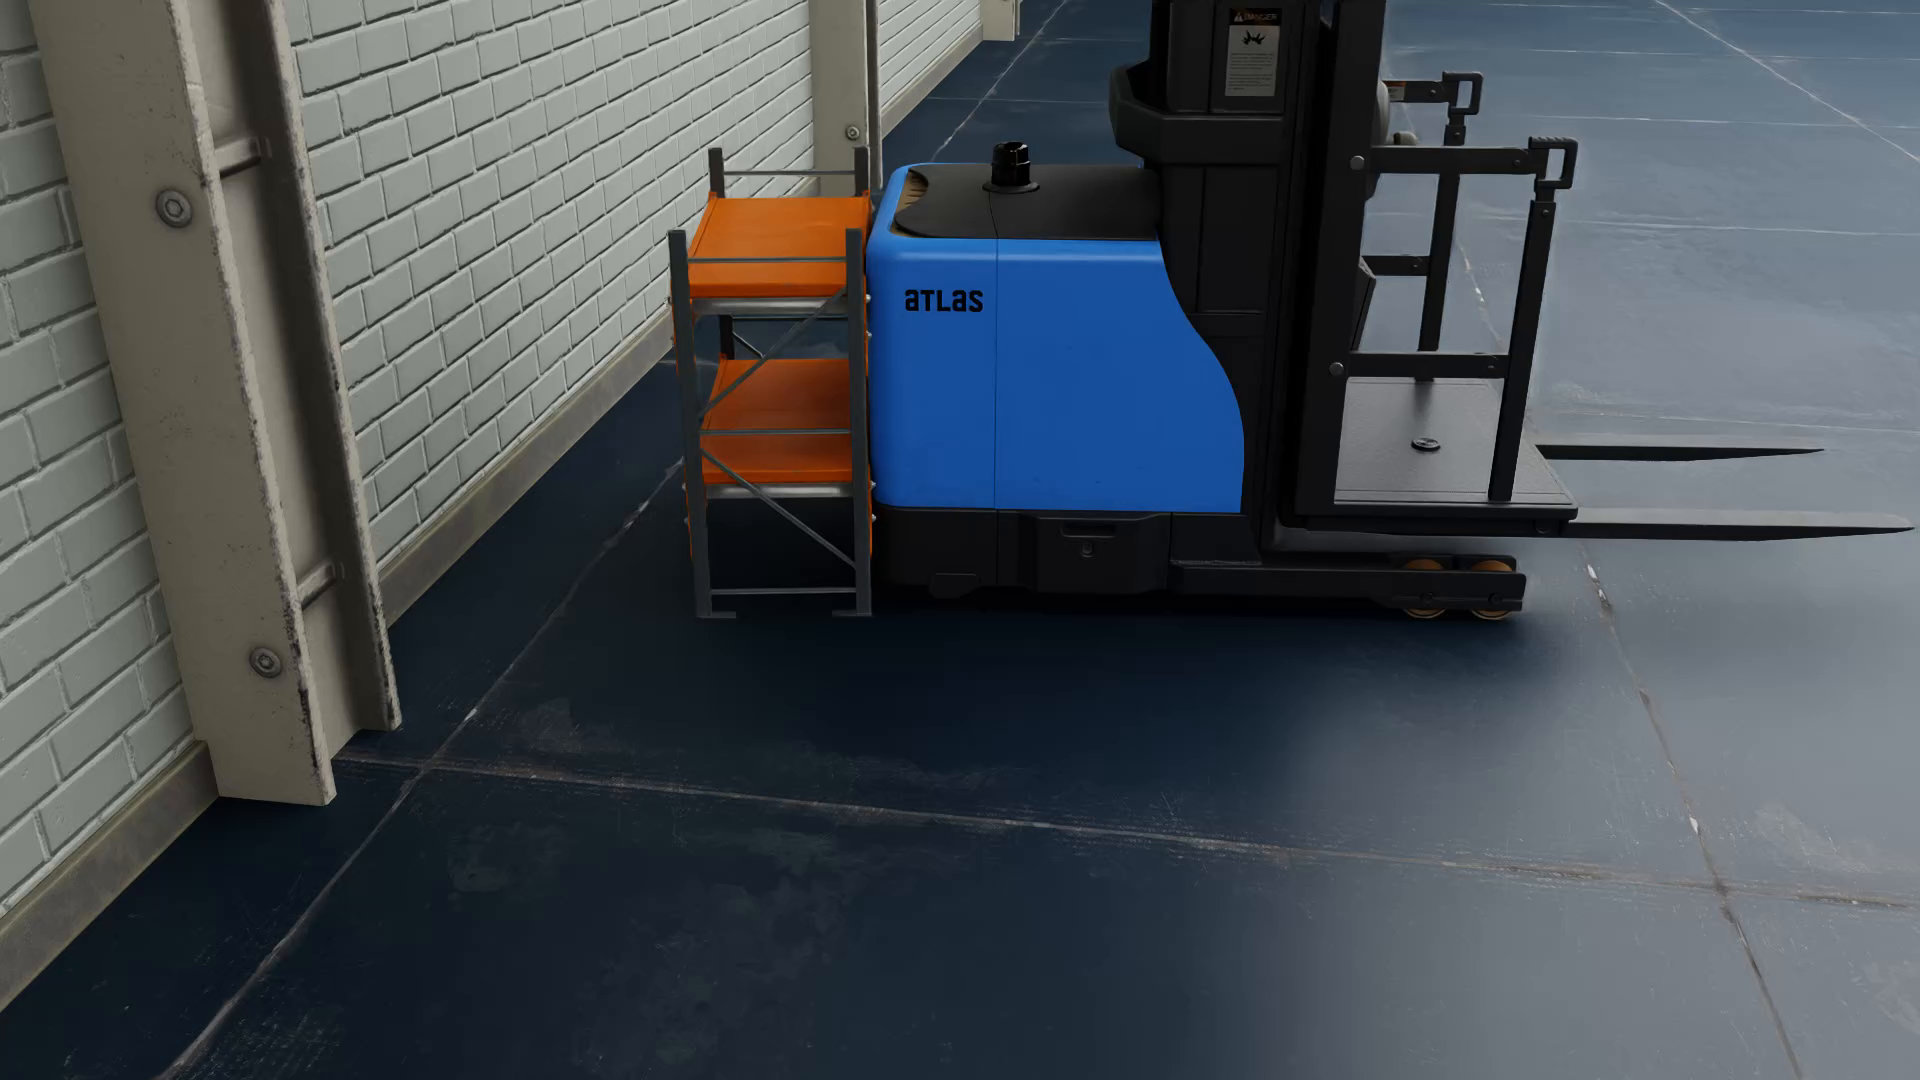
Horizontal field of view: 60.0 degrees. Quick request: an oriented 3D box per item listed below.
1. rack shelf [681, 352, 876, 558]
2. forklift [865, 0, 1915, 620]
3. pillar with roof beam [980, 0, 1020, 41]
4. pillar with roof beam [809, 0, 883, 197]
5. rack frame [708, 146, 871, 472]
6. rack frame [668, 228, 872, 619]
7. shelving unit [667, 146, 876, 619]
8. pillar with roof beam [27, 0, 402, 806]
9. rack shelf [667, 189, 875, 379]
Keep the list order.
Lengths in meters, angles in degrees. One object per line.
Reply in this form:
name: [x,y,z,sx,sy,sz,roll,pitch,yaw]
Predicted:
rack shelf: [-0.523,-0.288,5.114,0.538,0.278,1.000,-1,25,-2]
forklift: [1.262,-1.330,4.633,3.031,2.935,1.130,1,25,2]
pillar with roof beam: [4.596,-8.264,12.289,9.100,9.000,0.400,4,25,9]
pillar with roof beam: [3.616,-5.754,6.928,9.100,9.000,0.400,4,25,9]
rack frame: [-0.540,-0.724,5.471,0.500,1.125,0.032,-1,25,-2]
rack frame: [-0.505,-0.294,4.551,0.500,1.125,0.032,-1,25,-2]
shelving unit: [-0.523,-0.509,5.011,0.538,1.125,1.048,-1,25,-2]
pillar with roof beam: [2.635,-3.245,1.567,9.100,9.000,0.400,4,25,9]
rack shelf: [-0.523,-0.774,4.887,0.538,0.278,1.000,-1,25,-2]
